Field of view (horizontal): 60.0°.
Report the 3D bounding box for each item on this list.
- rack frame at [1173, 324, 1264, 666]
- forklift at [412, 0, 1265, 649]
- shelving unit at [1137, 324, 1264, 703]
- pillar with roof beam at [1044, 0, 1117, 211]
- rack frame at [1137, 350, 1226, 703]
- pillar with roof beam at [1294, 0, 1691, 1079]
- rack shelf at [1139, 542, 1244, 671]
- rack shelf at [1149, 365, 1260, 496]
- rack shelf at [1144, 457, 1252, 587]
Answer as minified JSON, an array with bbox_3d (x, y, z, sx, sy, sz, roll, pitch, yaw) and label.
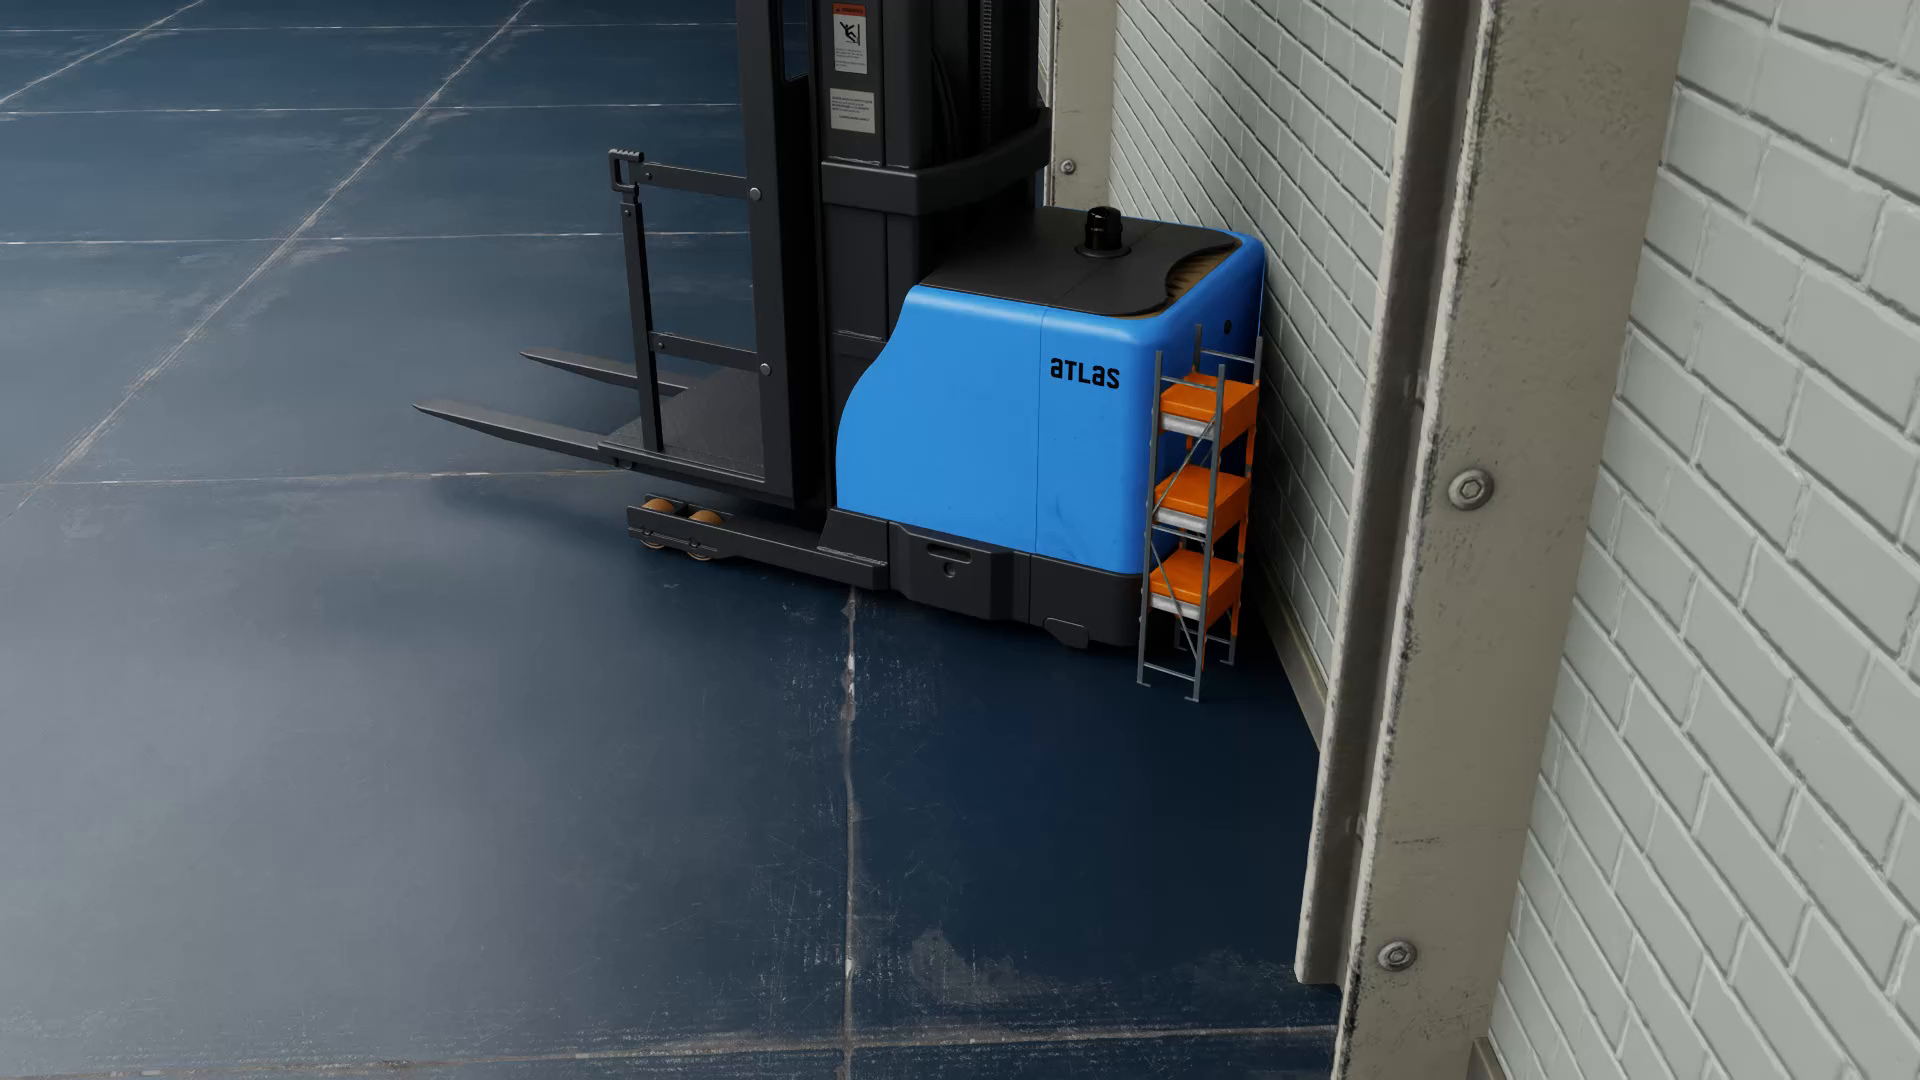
[{"bbox_3d":[0.743,-0.112,4.829,0.200,1.050,0.008,16,32,29],"label":"rack frame"},{"bbox_3d":[-0.562,-1.432,5.325,3.031,2.935,1.130,13,30,24],"label":"forklift"},{"bbox_3d":[0.677,-0.064,4.738,0.215,1.050,0.252,16,32,29],"label":"shelving unit"},{"bbox_3d":[-3.675,-5.580,6.719,9.100,9.000,0.400,-1,28,-3],"label":"pillar with roof beam"},{"bbox_3d":[0.611,-0.017,4.647,0.200,1.050,0.008,16,32,29],"label":"rack frame"},{"bbox_3d":[-3.362,-2.810,1.406,9.100,9.000,0.400,-1,28,-3],"label":"pillar with roof beam"},{"bbox_3d":[0.677,0.191,4.872,0.215,0.259,0.240,16,32,29],"label":"rack shelf"},{"bbox_3d":[0.677,-0.307,4.612,0.215,0.259,0.240,16,32,29],"label":"rack shelf"},{"bbox_3d":[0.677,-0.055,4.743,0.215,0.259,0.240,16,32,29],"label":"rack shelf"}]
